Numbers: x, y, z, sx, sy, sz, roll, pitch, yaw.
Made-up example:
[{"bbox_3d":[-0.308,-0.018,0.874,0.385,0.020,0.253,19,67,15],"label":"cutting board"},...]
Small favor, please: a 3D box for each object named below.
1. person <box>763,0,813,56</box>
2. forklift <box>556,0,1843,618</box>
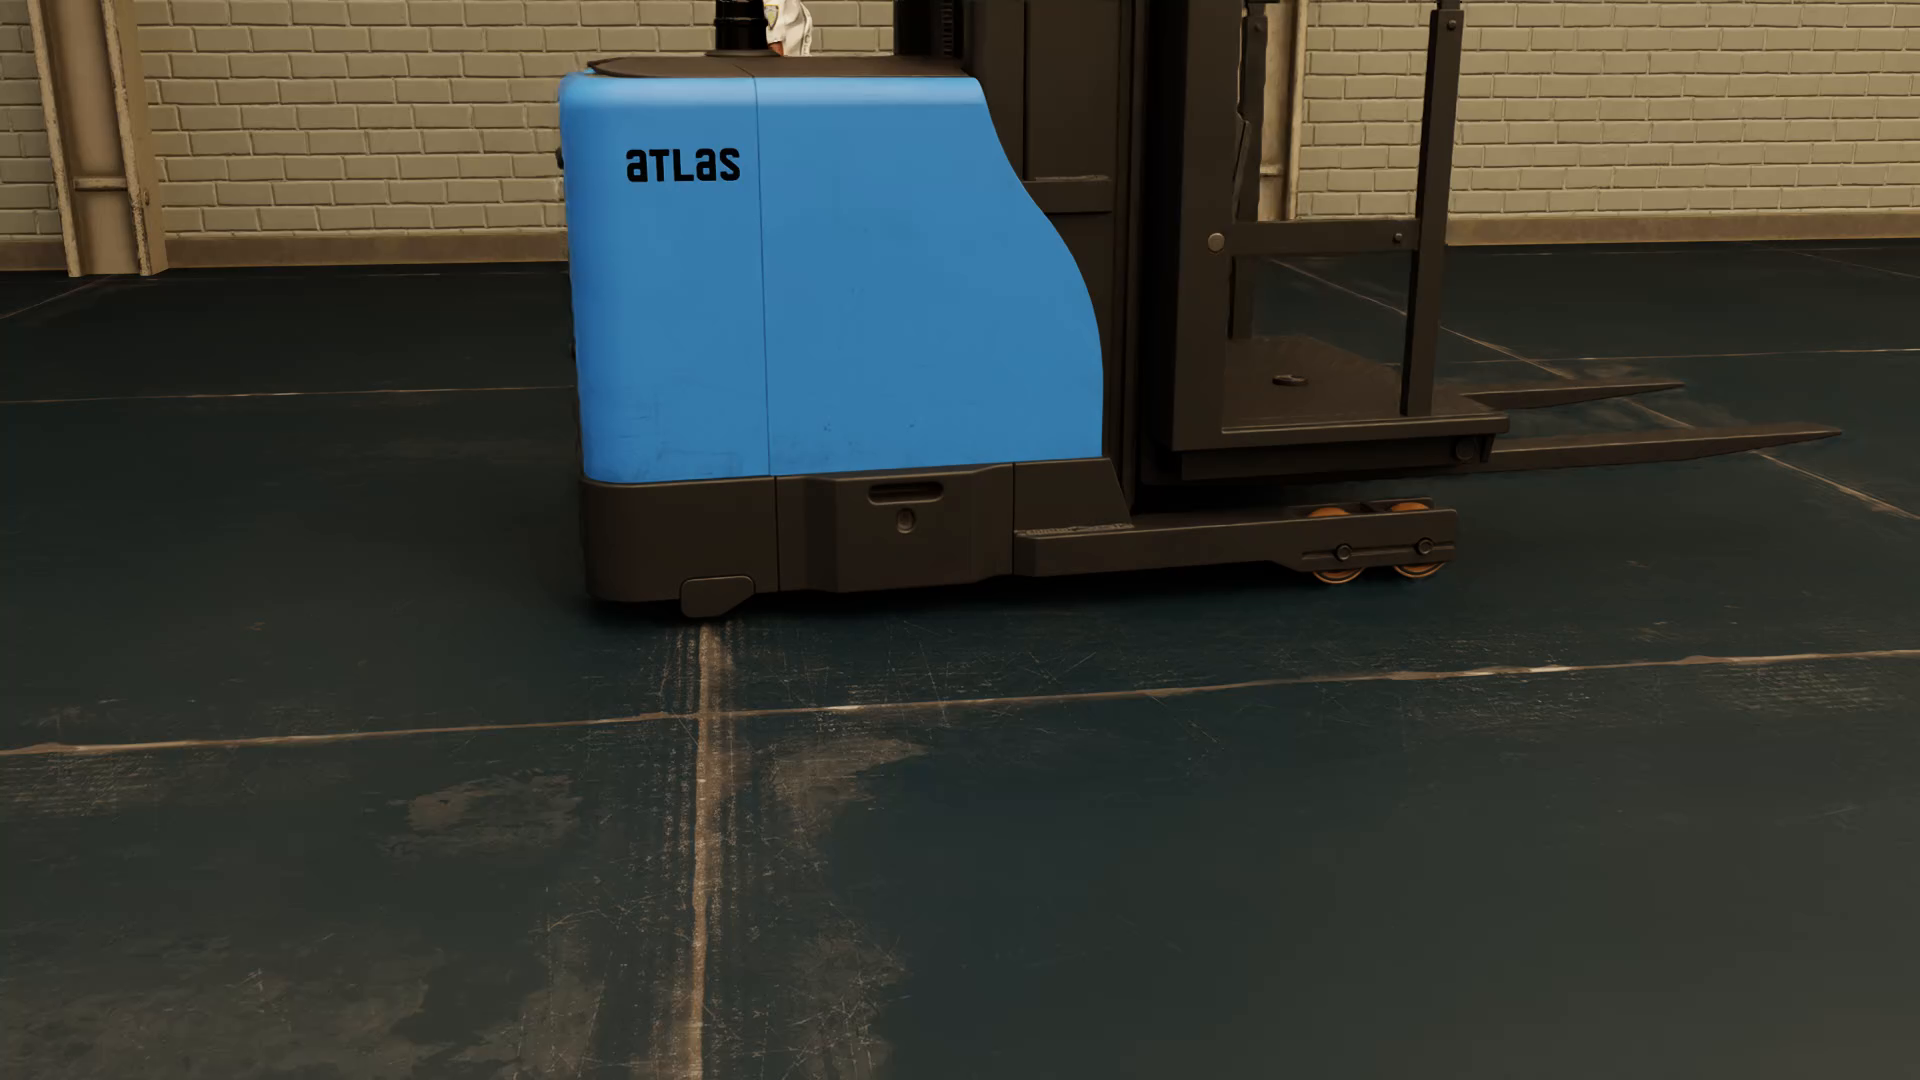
[{"bbox_3d":[-0.750,-1.679,6.622,0.345,1.689,0.449,-7,18,-23],"label":"person"},{"bbox_3d":[0.619,-1.451,3.700,3.031,2.935,1.130,-4,17,-13],"label":"forklift"}]
